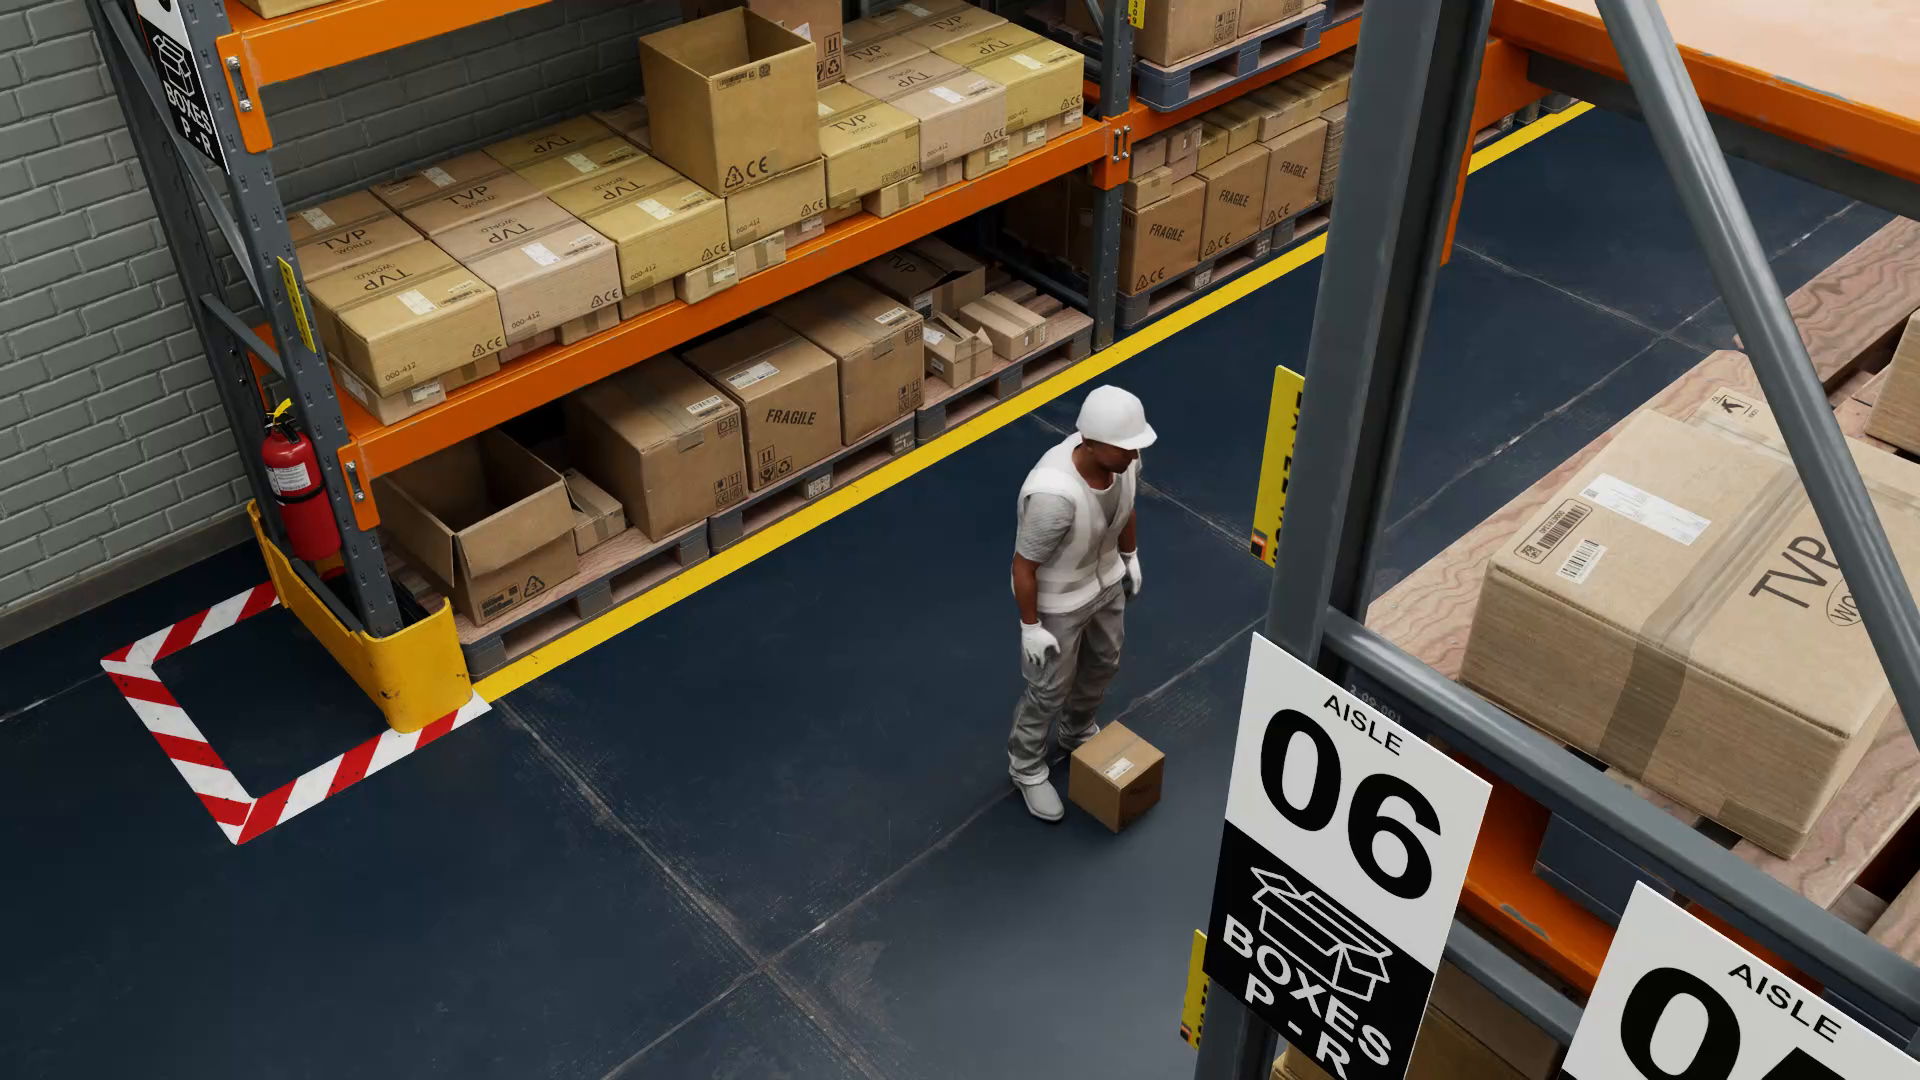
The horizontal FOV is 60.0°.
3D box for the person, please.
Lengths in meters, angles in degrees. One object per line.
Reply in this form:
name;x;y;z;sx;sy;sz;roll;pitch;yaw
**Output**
person;0.428;0.193;5.913;0.451;1.773;0.627;31;49;32
